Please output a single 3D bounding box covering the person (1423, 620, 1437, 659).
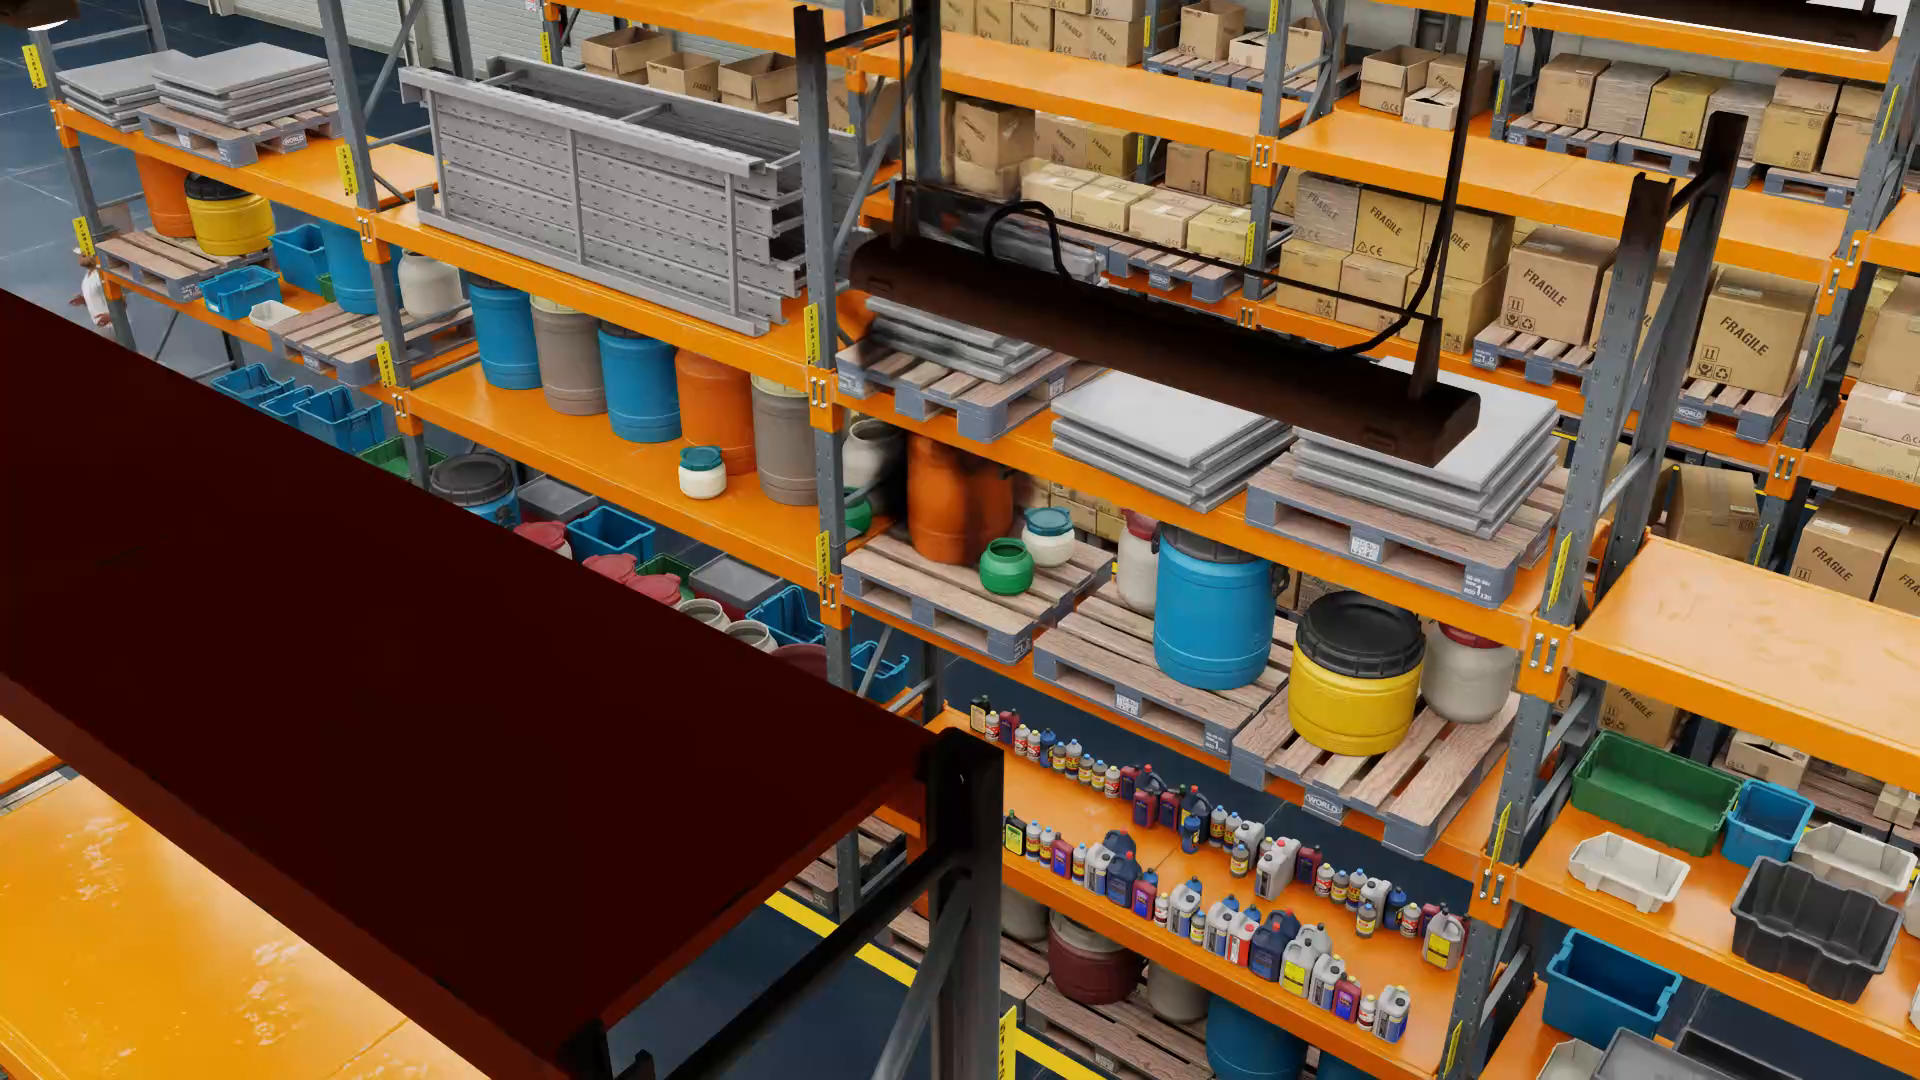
[{"bbox_3d":[3.224,1.145,11.247,0.736,1.875,0.647,15,35,23],"label":"person"}]

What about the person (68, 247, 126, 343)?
[{"bbox_3d":[-8.942,-2.275,17.357,0.556,1.752,0.684,-14,34,-22],"label":"person"}]
